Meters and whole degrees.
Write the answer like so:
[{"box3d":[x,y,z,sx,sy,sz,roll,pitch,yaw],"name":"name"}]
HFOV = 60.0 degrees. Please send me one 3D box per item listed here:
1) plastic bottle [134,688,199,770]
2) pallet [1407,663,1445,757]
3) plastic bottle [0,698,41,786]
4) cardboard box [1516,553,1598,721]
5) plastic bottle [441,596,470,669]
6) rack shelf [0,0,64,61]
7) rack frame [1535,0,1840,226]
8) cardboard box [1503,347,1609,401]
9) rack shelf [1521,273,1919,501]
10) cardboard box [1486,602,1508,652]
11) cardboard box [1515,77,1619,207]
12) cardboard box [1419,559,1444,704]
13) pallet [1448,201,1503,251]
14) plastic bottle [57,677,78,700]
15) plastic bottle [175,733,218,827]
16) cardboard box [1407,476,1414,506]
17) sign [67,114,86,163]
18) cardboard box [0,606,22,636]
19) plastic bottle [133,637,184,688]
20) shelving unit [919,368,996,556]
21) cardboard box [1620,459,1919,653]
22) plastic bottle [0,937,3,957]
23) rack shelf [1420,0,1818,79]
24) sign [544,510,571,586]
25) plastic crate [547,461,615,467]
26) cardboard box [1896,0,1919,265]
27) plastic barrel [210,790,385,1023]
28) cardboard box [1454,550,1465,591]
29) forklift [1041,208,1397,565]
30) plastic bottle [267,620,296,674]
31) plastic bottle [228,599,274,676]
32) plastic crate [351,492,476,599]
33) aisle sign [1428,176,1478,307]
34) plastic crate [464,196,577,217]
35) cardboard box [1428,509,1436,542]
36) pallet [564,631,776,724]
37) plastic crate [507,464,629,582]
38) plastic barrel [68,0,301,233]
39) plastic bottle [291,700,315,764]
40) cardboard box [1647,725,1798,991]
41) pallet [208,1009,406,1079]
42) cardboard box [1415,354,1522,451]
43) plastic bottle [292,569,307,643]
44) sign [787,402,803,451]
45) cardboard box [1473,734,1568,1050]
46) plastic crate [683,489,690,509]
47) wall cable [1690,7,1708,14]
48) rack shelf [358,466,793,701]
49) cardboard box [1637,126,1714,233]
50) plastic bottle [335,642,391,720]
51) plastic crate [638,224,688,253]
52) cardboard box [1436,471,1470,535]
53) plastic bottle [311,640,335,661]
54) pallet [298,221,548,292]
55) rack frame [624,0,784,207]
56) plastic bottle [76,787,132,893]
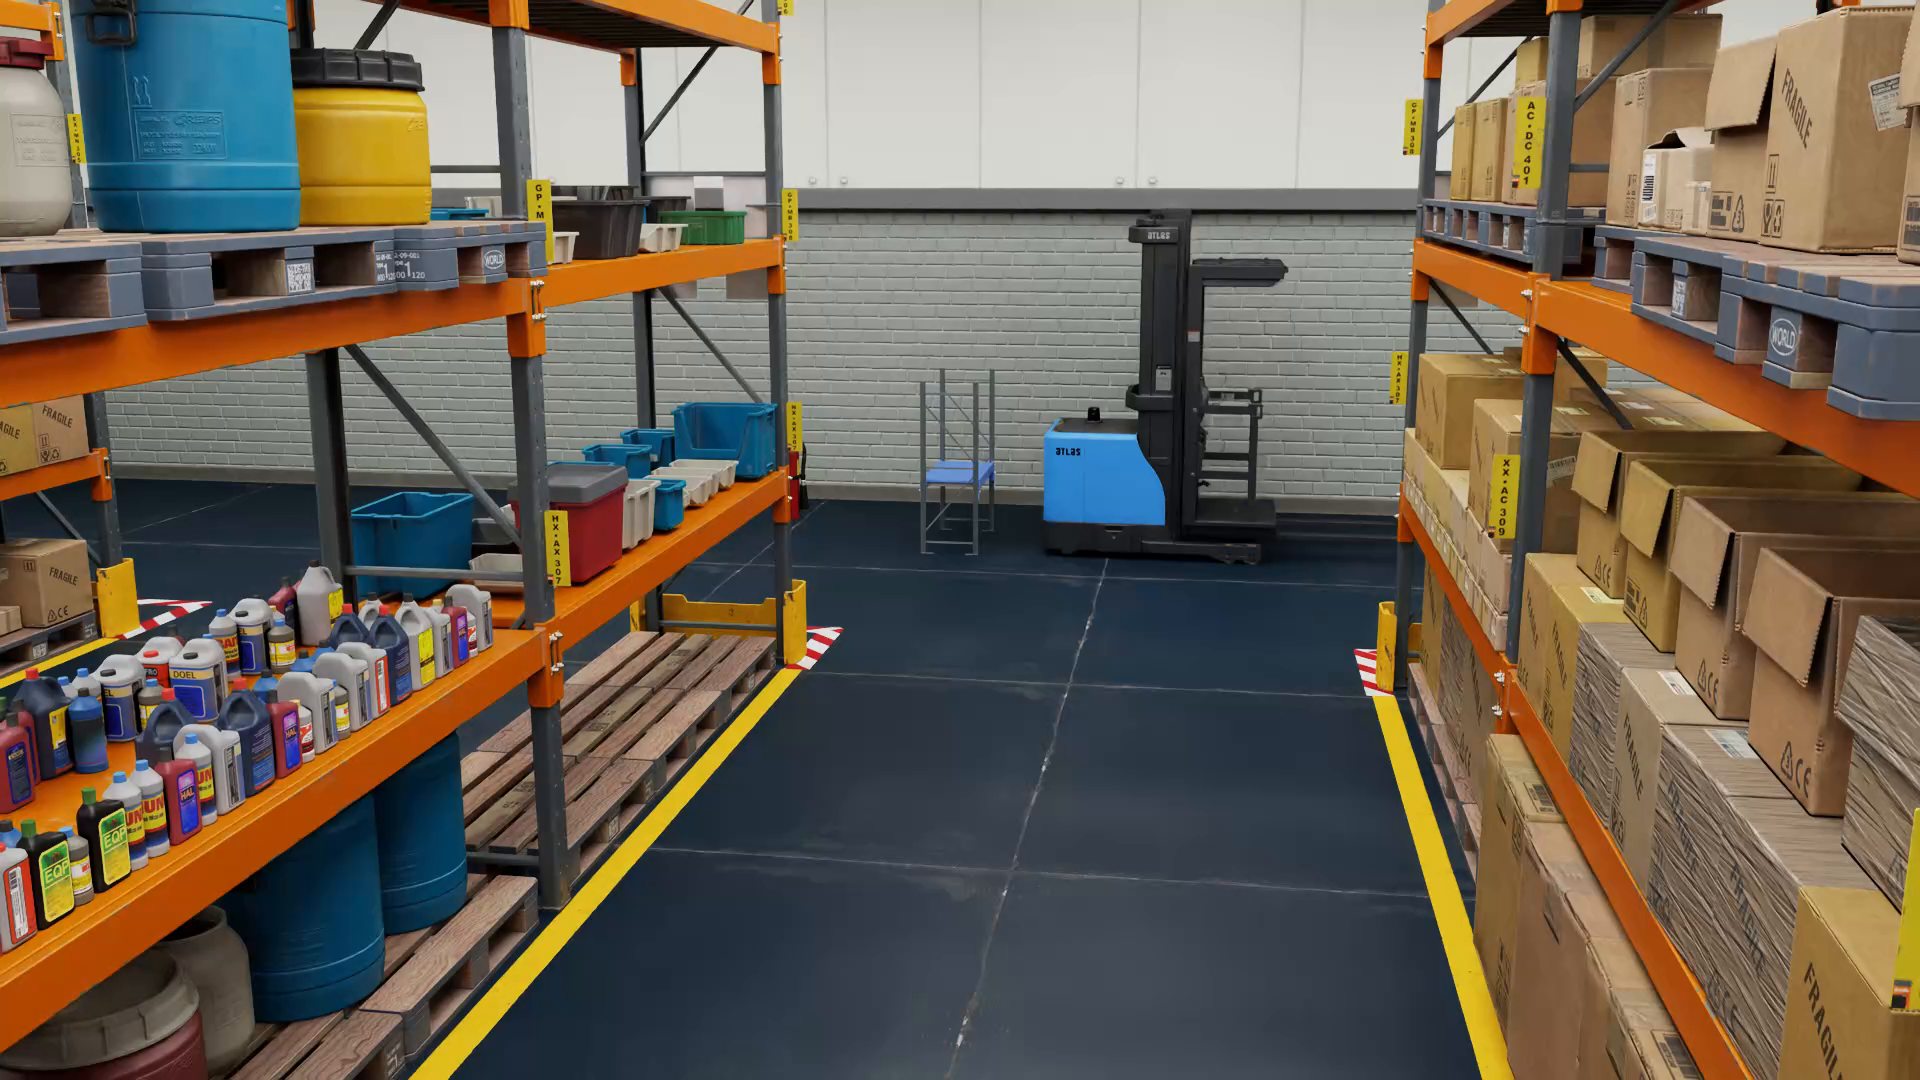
[{"box3d":[-2.409,0.631,5.063,0.144,0.351,0.185,2,12,9],"name":"plastic bottle"},{"box3d":[3.213,1.013,9.794,1.003,0.211,1.213,2,12,9],"name":"pallet"},{"box3d":[-2.940,0.642,5.171,0.061,0.283,0.133,2,12,9],"name":"plastic bottle"},{"box3d":[2.326,0.352,6.004,0.500,0.500,0.500,2,12,9],"name":"cardboard box"},{"box3d":[-1.982,0.352,6.518,0.061,0.283,0.133,2,12,9],"name":"plastic bottle"},{"box3d":[-6.836,-3.004,9.290,1.077,0.370,4.000,2,12,9],"name":"rack shelf"},{"box3d":[2.644,-2.620,5.789,1.000,3.000,0.127,2,12,9],"name":"rack frame"},{"box3d":[3.444,-0.848,9.680,0.500,0.500,0.500,2,12,9],"name":"cardboard box"},{"box3d":[2.336,-0.385,4.249,1.077,0.370,4.000,2,12,9],"name":"rack shelf"},{"box3d":[2.367,0.362,6.791,0.380,0.149,0.250,2,12,9],"name":"cardboard box"},{"box3d":[2.705,-1.621,6.805,0.700,0.500,0.500,1,12,5],"name":"cardboard box"},{"box3d":[3.240,0.450,9.834,0.875,0.875,0.875,2,12,9],"name":"cardboard box"},{"box3d":[2.970,-1.533,8.078,1.003,0.211,1.213,2,12,9],"name":"pallet"},{"box3d":[-2.936,0.584,5.469,0.097,0.271,0.097,0,12,0],"name":"plastic bottle"},{"box3d":[-2.257,0.705,4.908,0.097,0.271,0.097,0,12,0],"name":"plastic bottle"},{"box3d":[2.840,-0.280,9.770,0.380,0.149,0.250,2,12,8],"name":"cardboard box"},{"box3d":[-5.983,-2.718,11.266,0.100,0.325,0.005,2,12,9],"name":"sign"},{"box3d":[-6.520,0.531,11.090,0.380,0.166,0.250,2,12,9],"name":"cardboard box"},{"box3d":[-2.840,0.490,5.895,0.152,0.276,0.135,2,12,9],"name":"plastic bottle"},{"box3d":[-0.013,-0.715,14.753,0.538,1.500,1.048,2,12,9],"name":"shelving unit"},{"box3d":[2.437,0.049,5.025,0.797,0.503,0.637,2,12,9],"name":"cardboard box"},{"box3d":[-2.384,0.896,3.994,0.061,0.283,0.133,2,12,9],"name":"plastic bottle"},{"box3d":[2.952,-2.489,7.839,1.077,0.370,4.000,2,12,9],"name":"rack shelf"},{"box3d":[-1.707,0.035,7.052,0.100,0.325,0.005,2,12,9],"name":"sign"},{"box3d":[-2.201,-0.313,9.580,0.416,0.233,0.300,2,12,9],"name":"plastic crate"},{"box3d":[2.051,-0.706,2.786,0.797,0.503,0.637,3,12,12],"name":"cardboard box"},{"box3d":[-2.459,1.233,6.136,0.600,0.901,0.708,2,12,9],"name":"plastic barrel"},{"box3d":[2.525,0.147,7.785,0.380,0.149,0.250,2,12,10],"name":"cardboard box"},{"box3d":[2.270,-1.347,14.284,3.031,2.935,1.130,2,12,9],"name":"forklift"},{"box3d":[-2.628,0.410,6.443,0.097,0.201,0.097,0,12,0],"name":"plastic bottle"},{"box3d":[-2.754,0.373,6.435,0.152,0.276,0.135,2,12,9],"name":"plastic bottle"},{"box3d":[-2.515,0.023,7.663,0.392,0.384,0.575,2,12,9],"name":"plastic crate"},{"box3d":[2.974,-1.815,10.125,0.394,0.787,0.004,2,12,9],"name":"aisle sign"},{"box3d":[-2.281,-1.637,8.631,0.437,0.282,0.530,2,12,9],"name":"plastic crate"},{"box3d":[2.683,-0.066,8.776,0.380,0.149,0.250,2,12,8],"name":"cardboard box"},{"box3d":[-1.800,0.853,10.532,1.003,0.211,1.213,2,12,9],"name":"pallet"},{"box3d":[-1.865,-0.086,7.977,0.402,0.464,0.583,2,12,9],"name":"plastic crate"},{"box3d":[-2.361,-1.404,5.081,0.600,0.901,0.708,2,12,9],"name":"plastic barrel"},{"box3d":[-2.172,0.624,5.447,0.097,0.201,0.097,0,12,0],"name":"plastic bottle"},{"box3d":[2.019,0.774,4.043,0.500,0.500,0.500,1,12,7],"name":"cardboard box"},{"box3d":[-2.595,1.930,5.539,1.003,0.211,1.213,2,12,9],"name":"pallet"},{"box3d":[2.842,-0.763,9.284,0.500,0.500,0.500,2,12,7],"name":"cardboard box"},{"box3d":[-2.728,0.272,6.888,0.061,0.283,0.133,2,12,9],"name":"plastic bottle"},{"box3d":[-1.089,-0.745,10.945,0.100,0.325,0.005,2,12,9],"name":"sign"},{"box3d":[2.565,1.280,5.979,1.225,0.875,0.875,2,12,9],"name":"cardboard box"},{"box3d":[-1.686,-0.224,9.397,0.298,0.136,0.250,2,12,9],"name":"plastic crate"},{"box3d":[7.534,-6.090,14.257,2.277,5.999,0.120,2,12,9],"name":"wall cable"},{"box3d":[-1.942,0.088,9.173,1.077,0.370,4.000,2,12,9],"name":"rack shelf"},{"box3d":[2.386,-1.090,5.024,0.500,0.311,0.500,1,12,7],"name":"cardboard box"},{"box3d":[-2.125,0.487,5.909,0.152,0.276,0.135,2,12,9],"name":"plastic bottle"},{"box3d":[-1.708,-1.579,8.708,0.437,0.136,0.530,2,12,9],"name":"plastic crate"},{"box3d":[2.689,-0.179,8.353,0.500,0.250,0.500,2,12,8],"name":"cardboard box"},{"box3d":[-2.251,0.489,5.911,0.097,0.271,0.097,0,12,0],"name":"plastic bottle"},{"box3d":[-2.274,-1.055,6.098,1.213,0.211,1.003,2,12,9],"name":"pallet"},{"box3d":[-1.635,-3.613,10.397,1.000,3.000,0.127,2,12,9],"name":"rack frame"},{"box3d":[-2.307,0.792,4.476,0.061,0.283,0.133,2,12,9],"name":"plastic bottle"}]
